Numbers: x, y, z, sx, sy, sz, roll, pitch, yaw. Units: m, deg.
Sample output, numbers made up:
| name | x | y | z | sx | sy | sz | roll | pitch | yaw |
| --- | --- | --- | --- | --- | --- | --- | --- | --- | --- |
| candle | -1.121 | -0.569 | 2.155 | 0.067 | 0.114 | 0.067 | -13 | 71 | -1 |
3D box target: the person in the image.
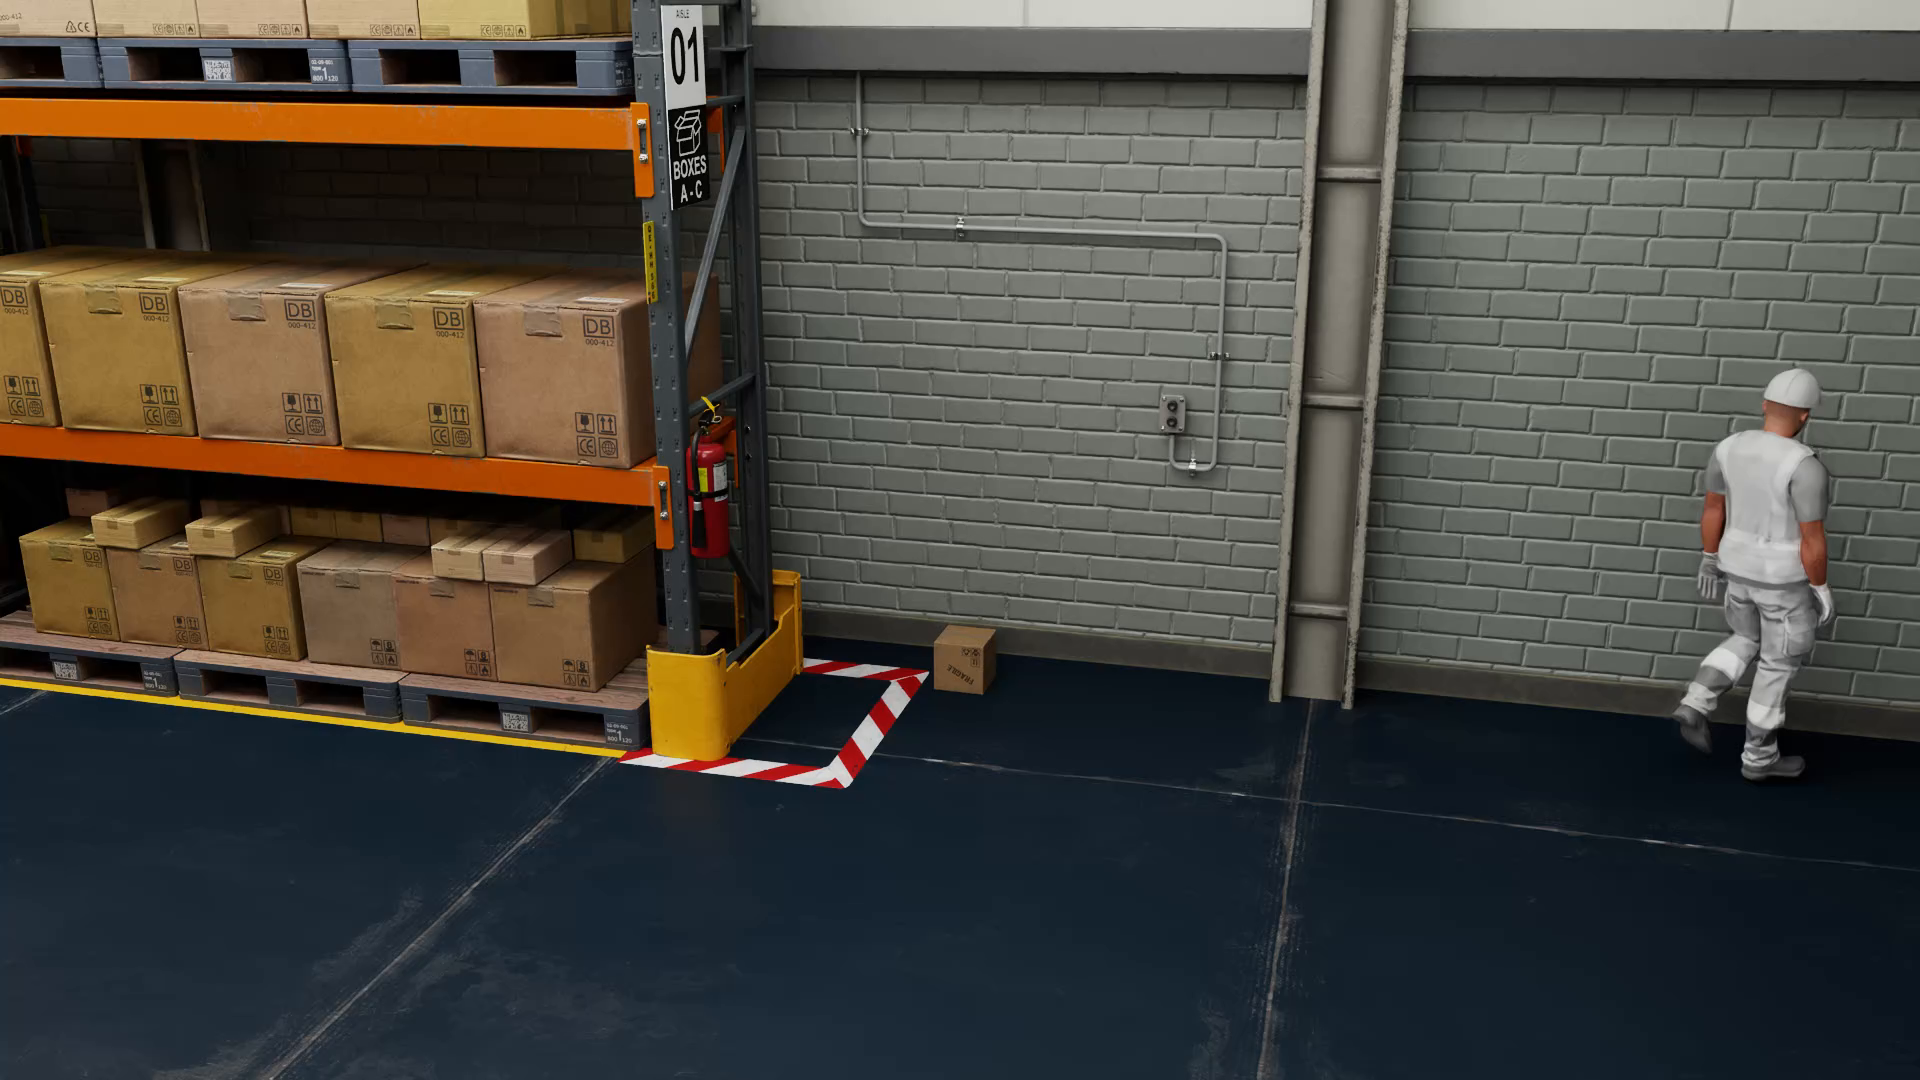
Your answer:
| name | x | y | z | sx | sy | sz | roll | pitch | yaw |
| --- | --- | --- | --- | --- | --- | --- | --- | --- | --- |
| person | 3.379 | 0.155 | 6.985 | 0.534 | 1.778 | 0.567 | -8 | 20 | -22 |
